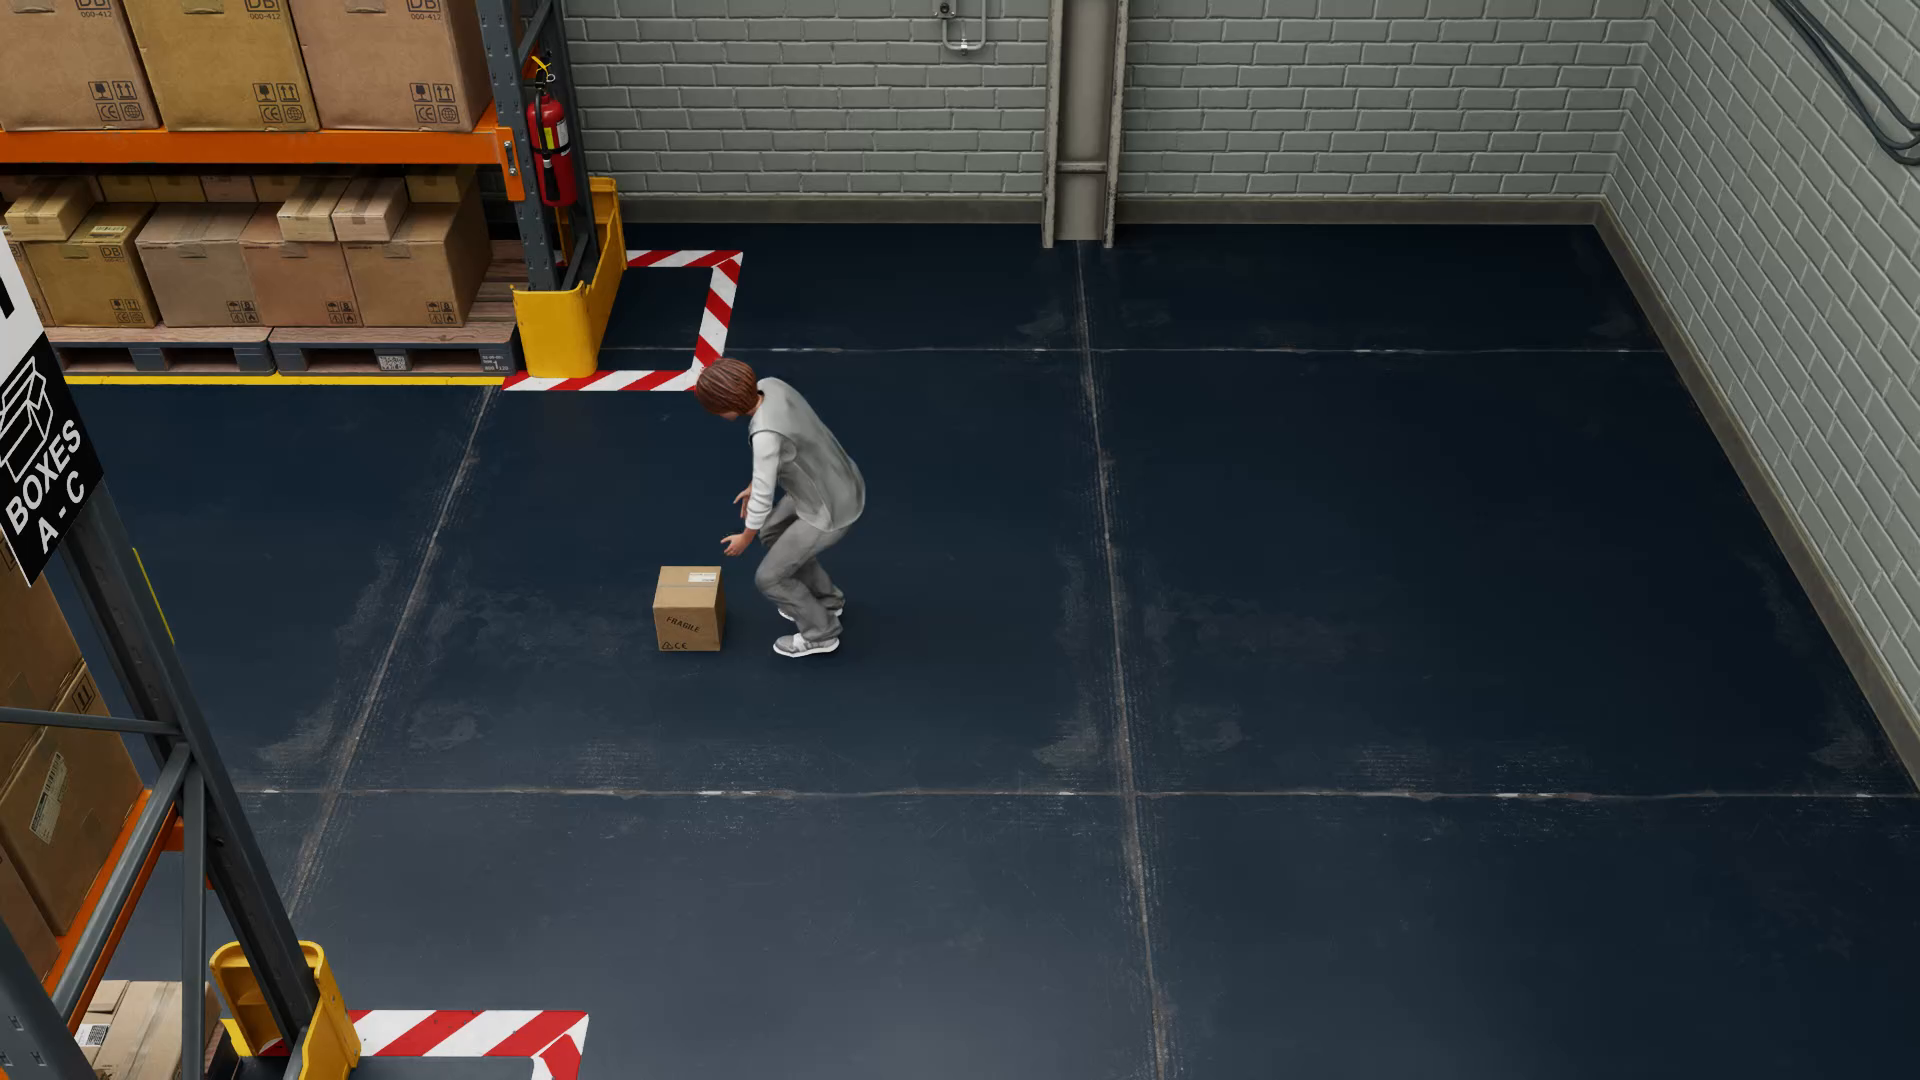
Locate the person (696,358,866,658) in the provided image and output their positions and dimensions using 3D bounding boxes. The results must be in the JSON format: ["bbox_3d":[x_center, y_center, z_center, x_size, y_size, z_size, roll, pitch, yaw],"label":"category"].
[{"bbox_3d":[-0.667,-0.113,6.488,0.602,1.361,0.460,0,40,0],"label":"person"}]
